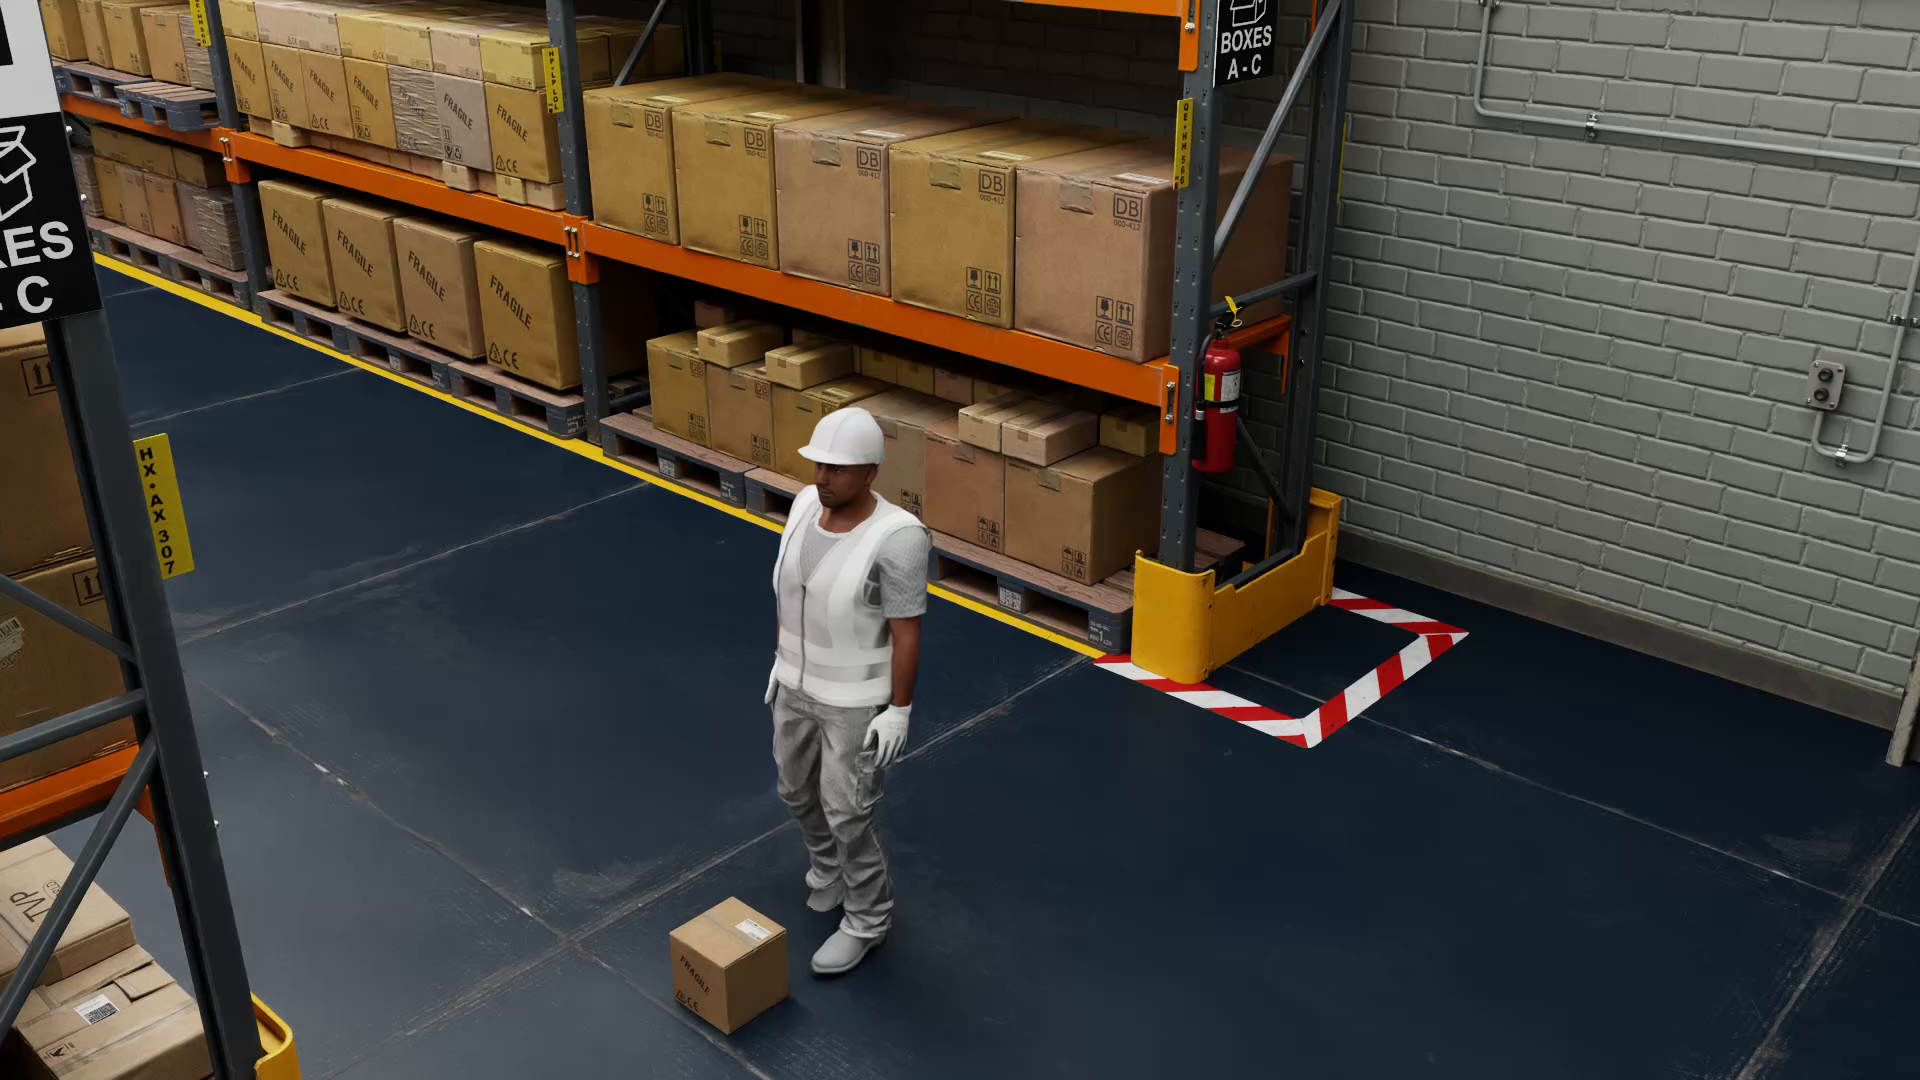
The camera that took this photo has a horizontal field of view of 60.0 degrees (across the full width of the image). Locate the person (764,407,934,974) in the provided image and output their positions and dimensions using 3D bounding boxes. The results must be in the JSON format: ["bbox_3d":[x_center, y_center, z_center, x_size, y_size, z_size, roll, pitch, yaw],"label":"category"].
[{"bbox_3d":[-0.379,0.486,5.057,0.554,1.834,0.450,21,31,39],"label":"person"}]
